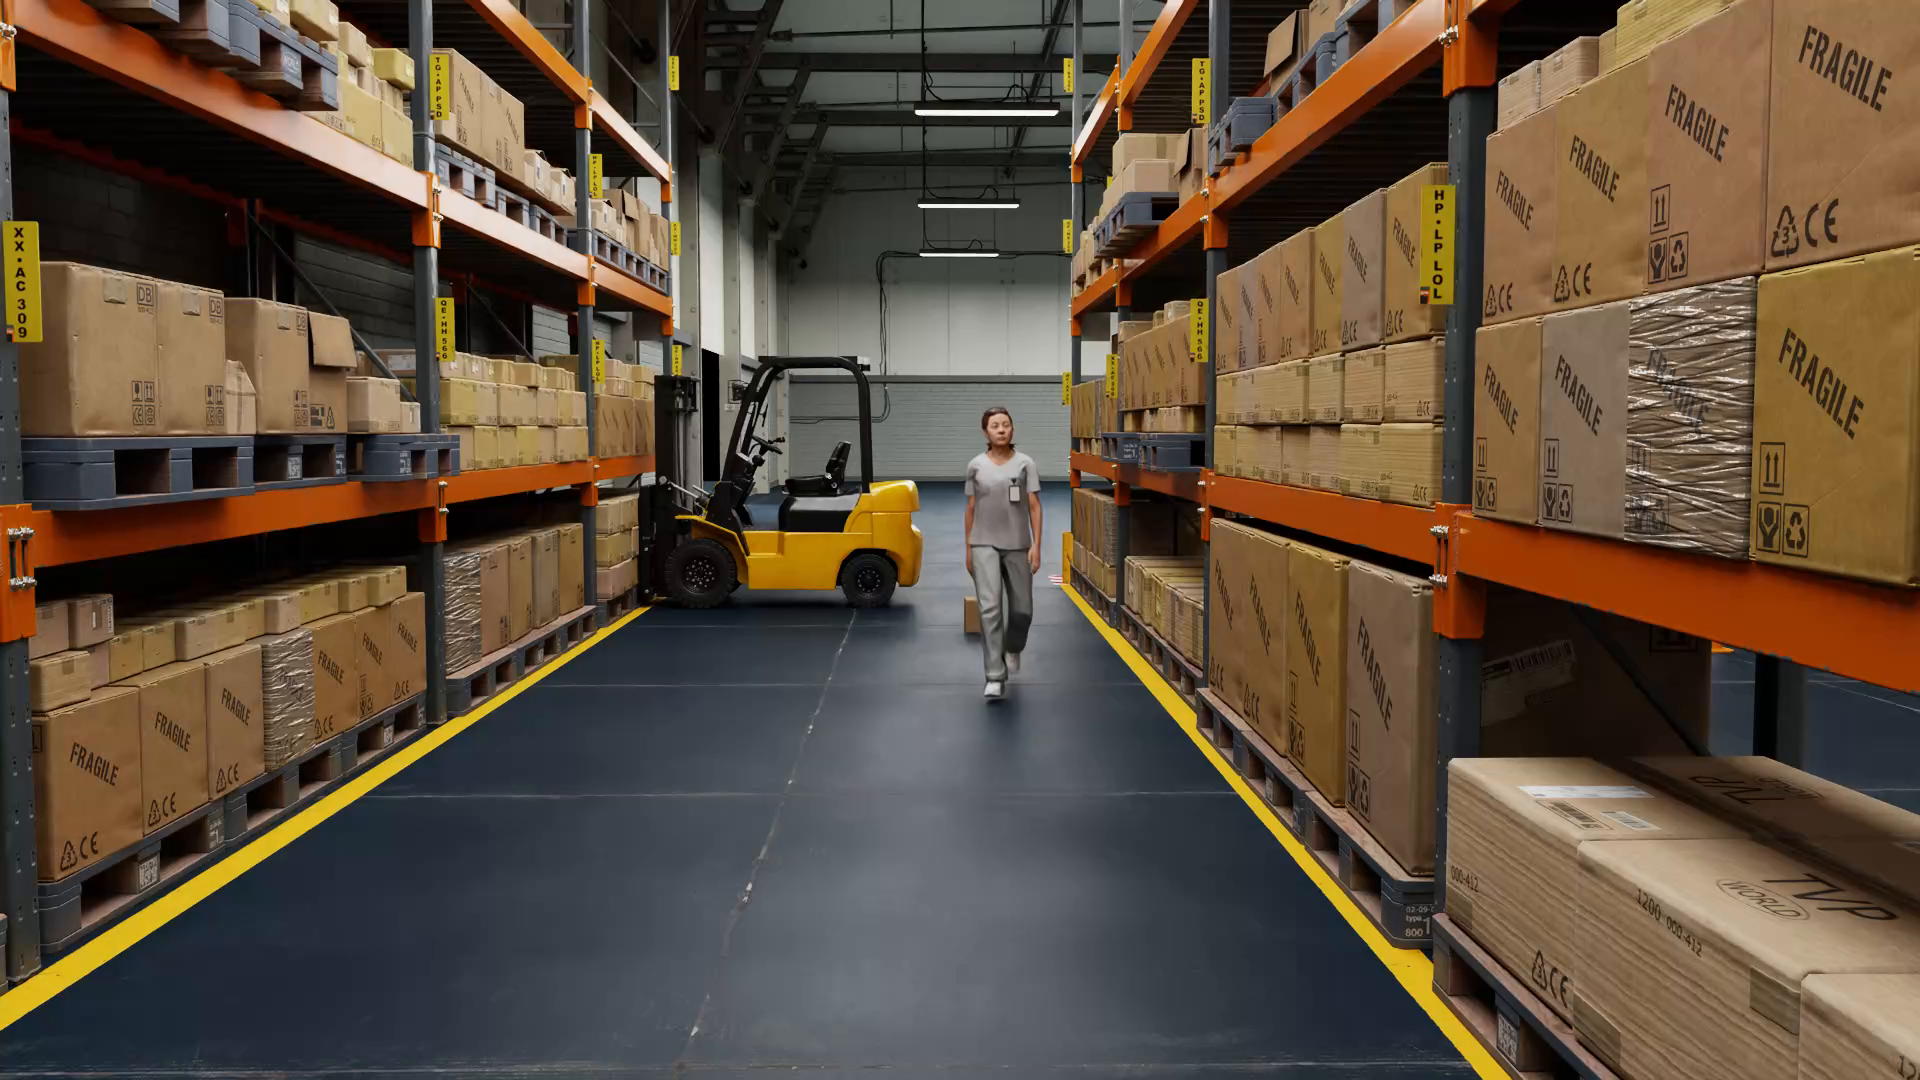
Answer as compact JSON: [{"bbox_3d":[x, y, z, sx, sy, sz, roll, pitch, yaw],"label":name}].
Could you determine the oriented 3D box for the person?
[{"bbox_3d":[0.249,0.049,9.627,0.451,1.638,0.839,0,4,1],"label":"person"}]
